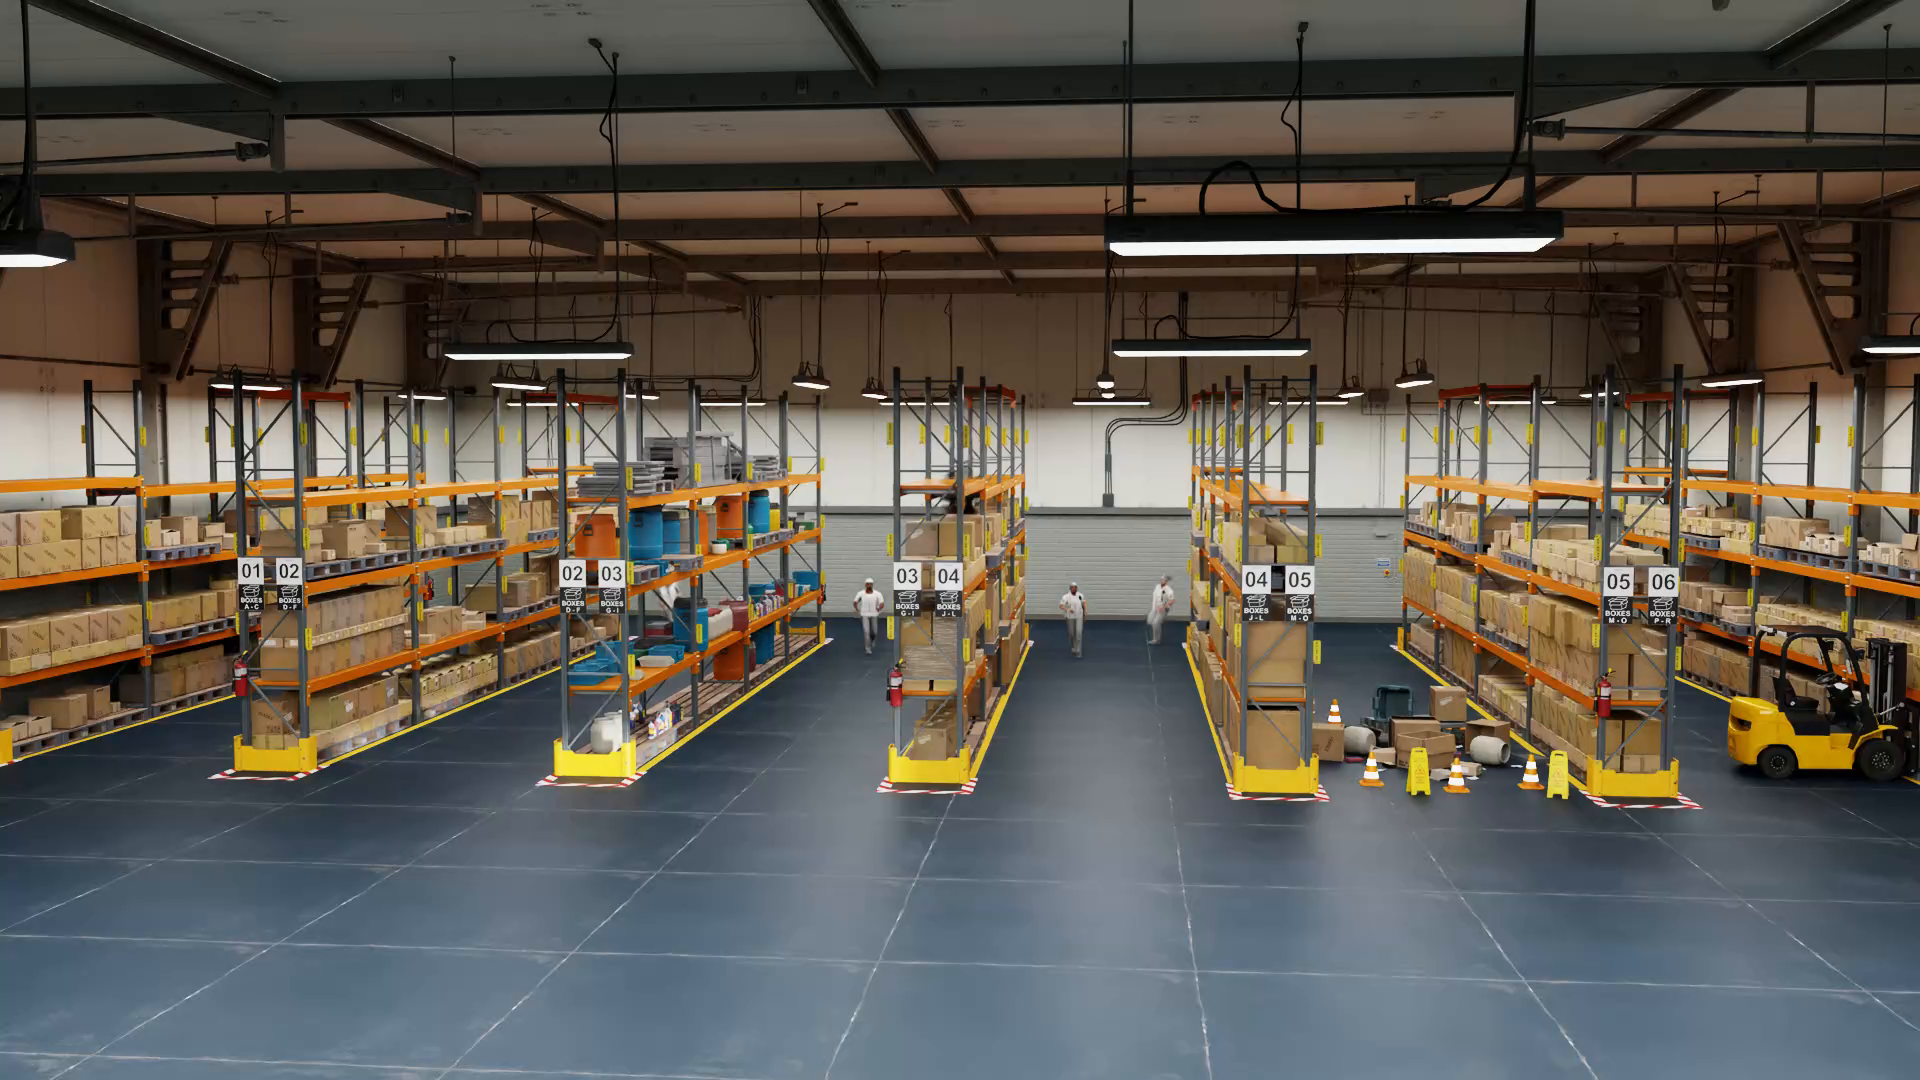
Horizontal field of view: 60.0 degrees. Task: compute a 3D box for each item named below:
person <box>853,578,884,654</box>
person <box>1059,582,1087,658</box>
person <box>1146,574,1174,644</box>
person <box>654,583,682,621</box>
[{"bbox_3d":[-2.107,1.750,38.463,0.711,1.731,0.787,0,4,-7],"label":"person"},{"bbox_3d":[2.594,1.822,38.014,0.646,1.715,0.816,0,4,-3],"label":"person"},{"bbox_3d":[4.799,1.665,39.983,0.700,1.707,0.543,3,5,43],"label":"person"},{"bbox_3d":[-7.085,1.645,40.458,0.692,1.721,0.849,-1,4,-21],"label":"person"}]
